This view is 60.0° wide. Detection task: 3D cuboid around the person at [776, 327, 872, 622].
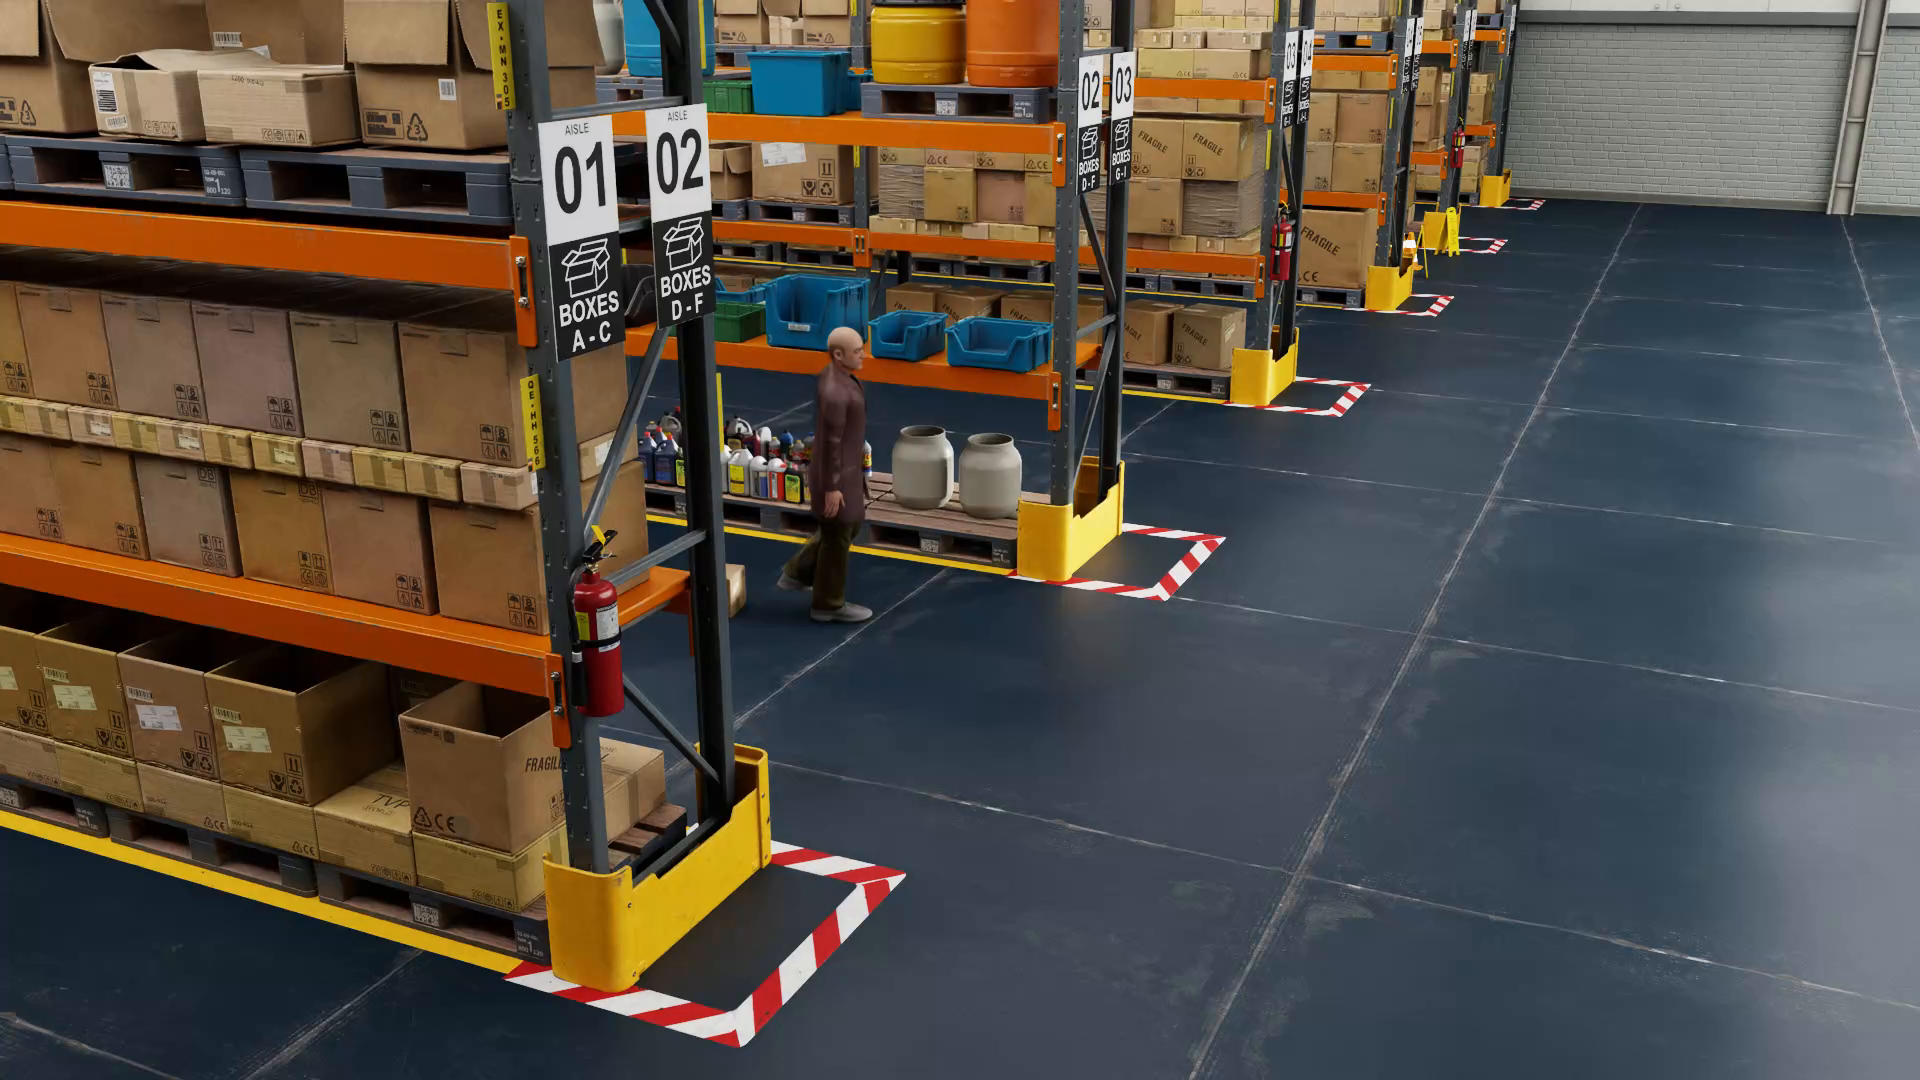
[{"bbox_3d":[-0.805,-0.371,9.665,0.574,1.773,0.628,-2,19,-5],"label":"person"}]
